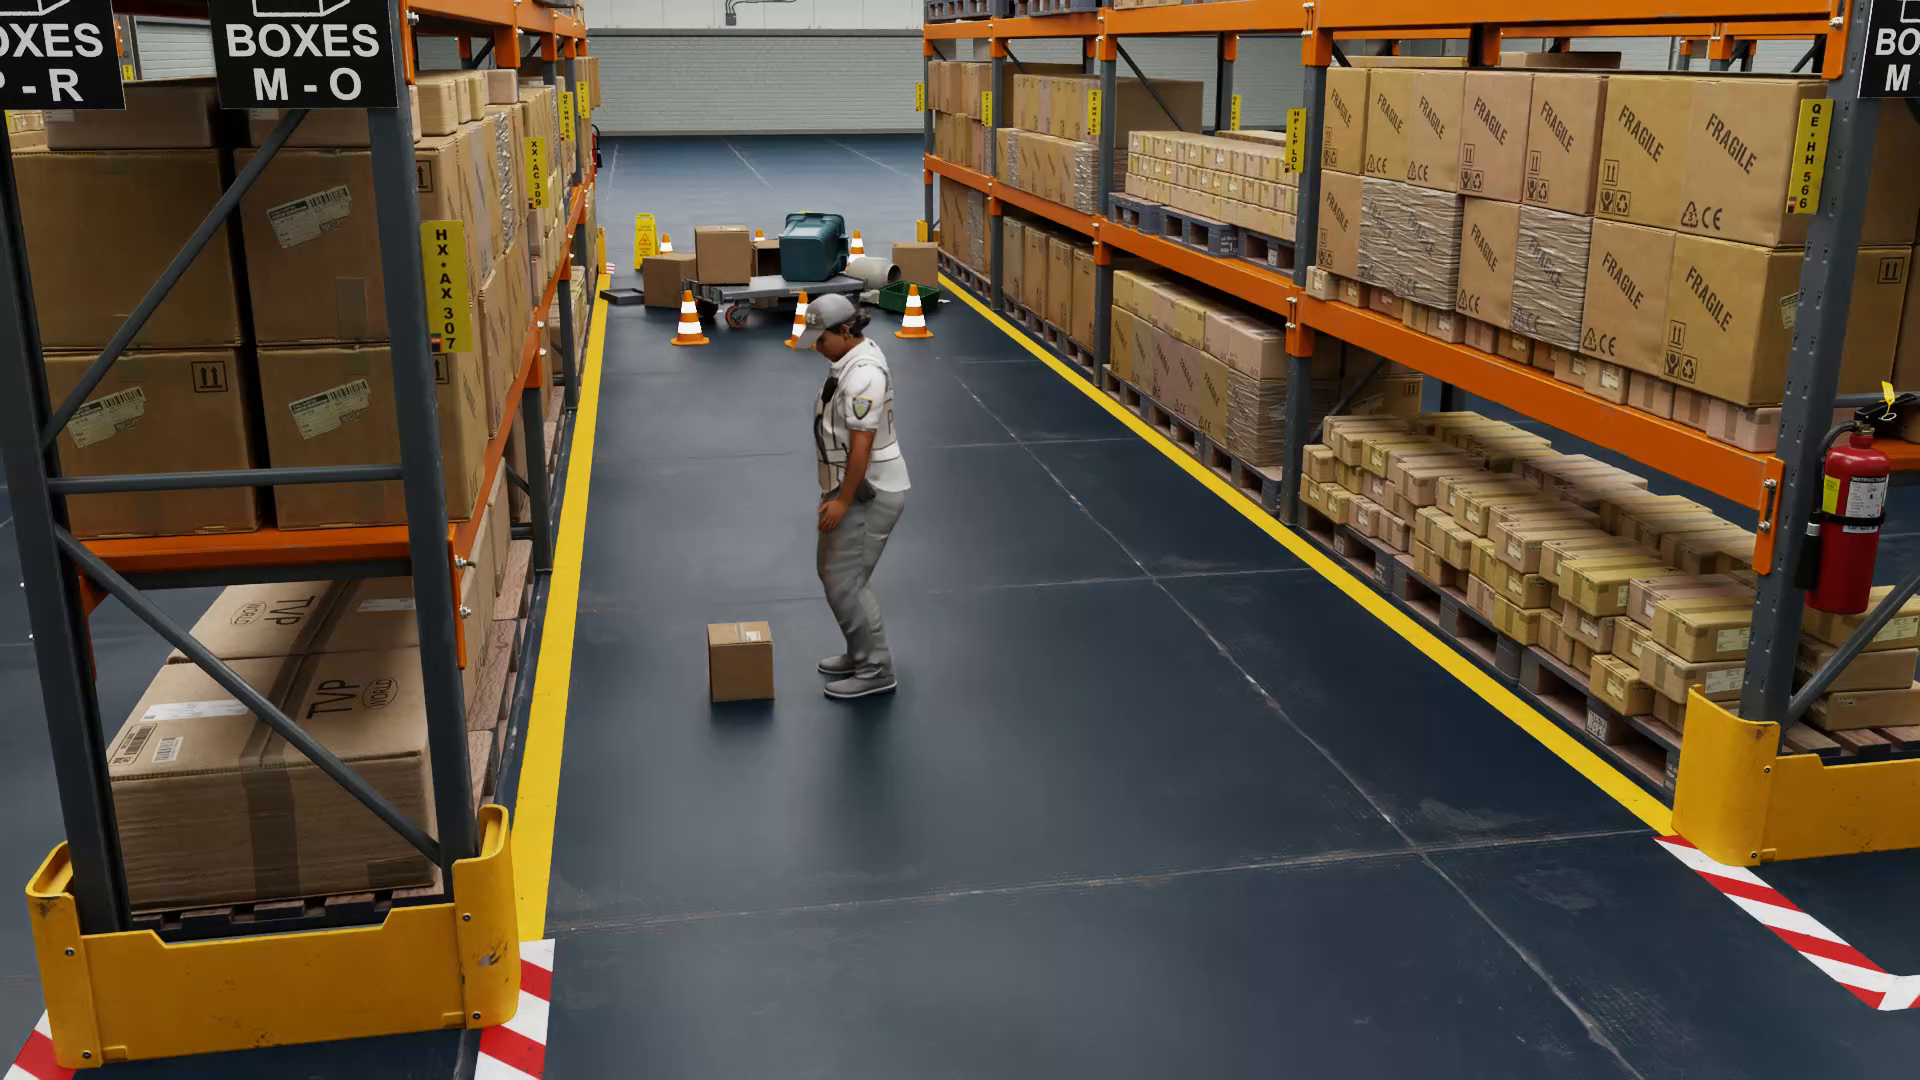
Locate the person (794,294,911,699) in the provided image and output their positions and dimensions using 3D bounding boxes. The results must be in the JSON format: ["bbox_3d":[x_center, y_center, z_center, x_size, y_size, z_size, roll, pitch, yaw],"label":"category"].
[{"bbox_3d":[-0.429,-0.177,6.708,0.452,1.633,0.489,-3,17,-9],"label":"person"}]
